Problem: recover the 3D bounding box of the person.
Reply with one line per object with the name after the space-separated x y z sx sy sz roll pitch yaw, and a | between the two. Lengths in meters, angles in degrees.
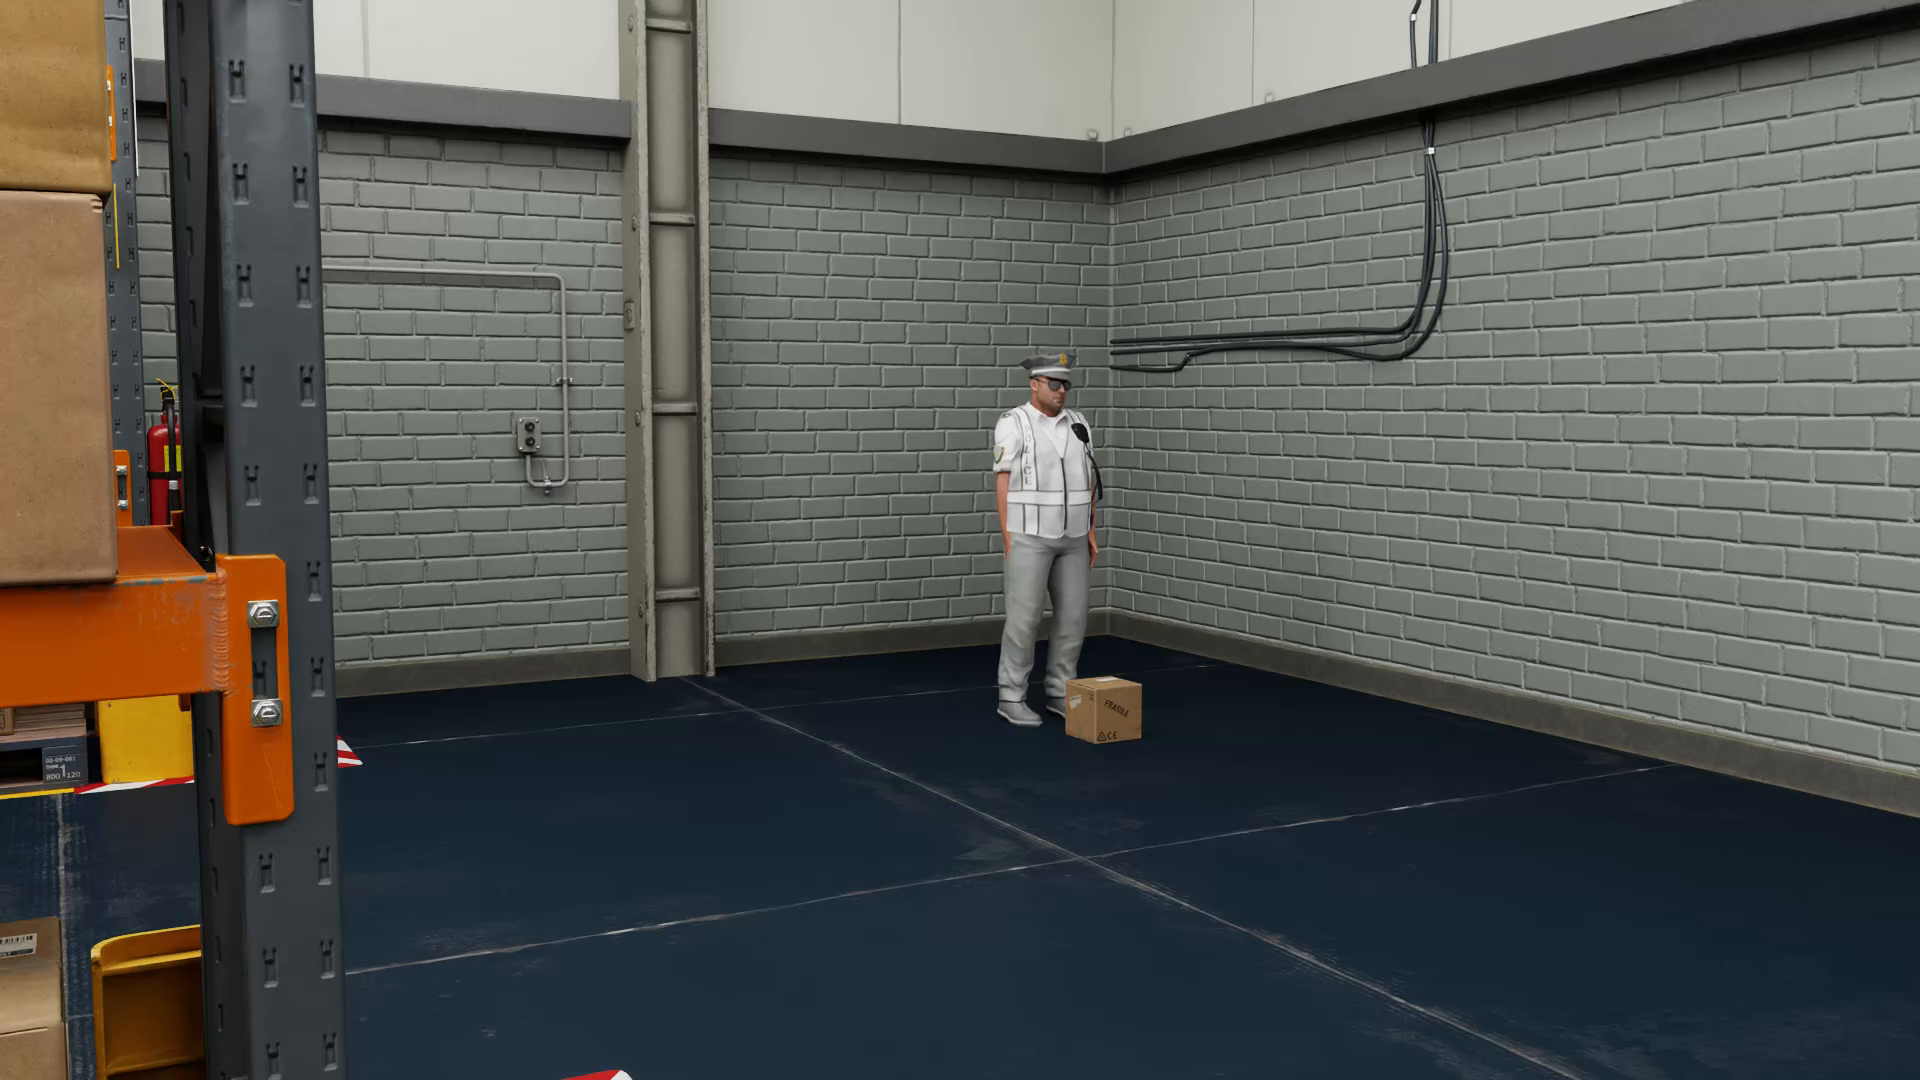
0.426 -0.012 7.902 0.528 1.752 0.393 -3 6 -27 | person
